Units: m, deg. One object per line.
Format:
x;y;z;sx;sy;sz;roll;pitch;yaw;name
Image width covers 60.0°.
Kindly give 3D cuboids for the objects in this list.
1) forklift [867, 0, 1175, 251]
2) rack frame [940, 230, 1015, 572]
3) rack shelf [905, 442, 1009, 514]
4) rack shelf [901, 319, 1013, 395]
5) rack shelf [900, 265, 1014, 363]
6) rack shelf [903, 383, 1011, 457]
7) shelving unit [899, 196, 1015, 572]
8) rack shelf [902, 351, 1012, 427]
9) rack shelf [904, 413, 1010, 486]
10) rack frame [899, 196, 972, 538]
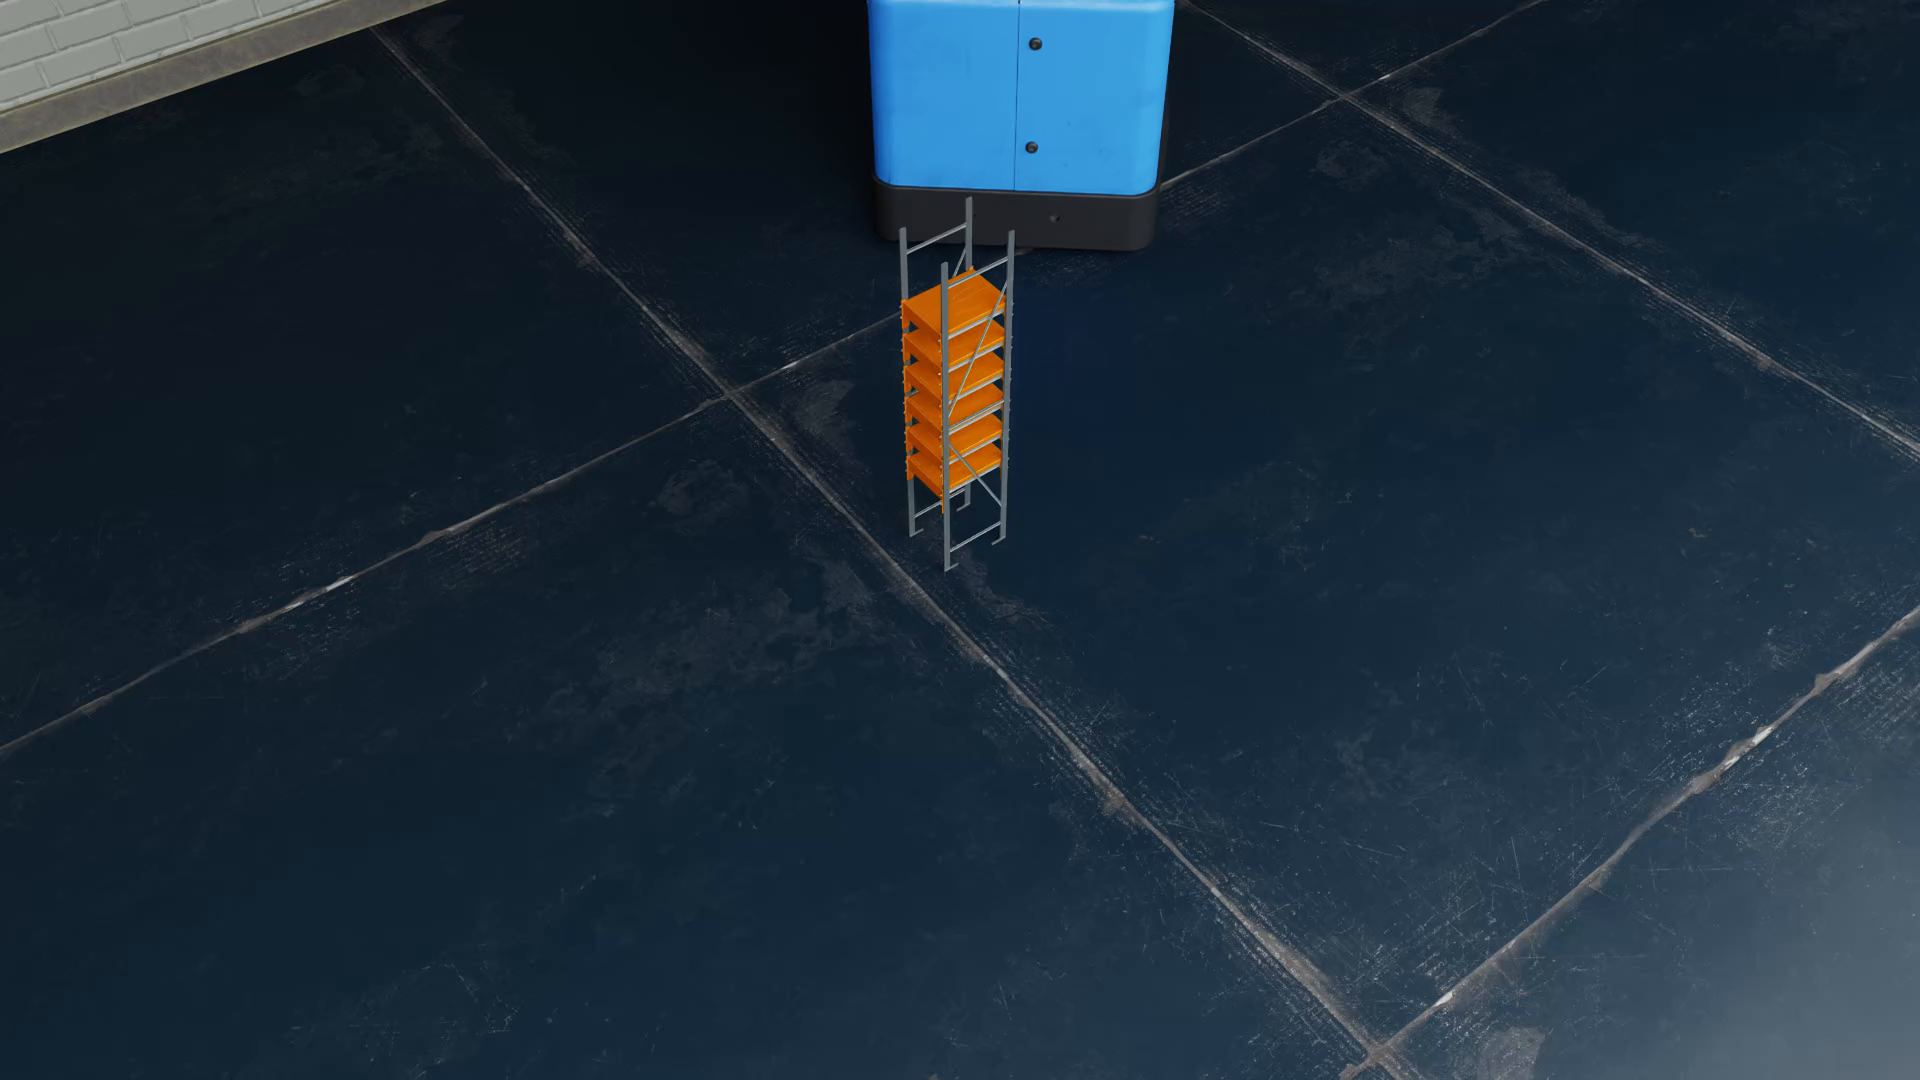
0.297;-3.138;6.117;1.130;2.935;3.031;3;48;3;forklift
0.047;-0.358;4.764;0.240;1.200;0.006;-29;54;-24;rack frame
-0.009;-0.220;5.024;0.258;0.103;0.180;-29;54;-24;rack shelf
-0.009;-0.543;4.668;0.258;0.103;0.180;-29;54;-24;rack shelf
-0.009;-0.623;4.579;0.258;0.103;0.180;-29;54;-24;rack shelf
-0.009;-0.382;4.846;0.258;0.103;0.180;-29;54;-24;rack shelf
-0.009;-0.412;4.813;0.258;1.200;0.189;-29;54;-24;shelving unit
-0.009;-0.462;4.757;0.258;0.103;0.180;-29;54;-24;rack shelf
-0.009;-0.301;4.935;0.258;0.103;0.180;-29;54;-24;rack shelf
-0.064;-0.465;4.862;0.240;1.200;0.006;-29;54;-24;rack frame
